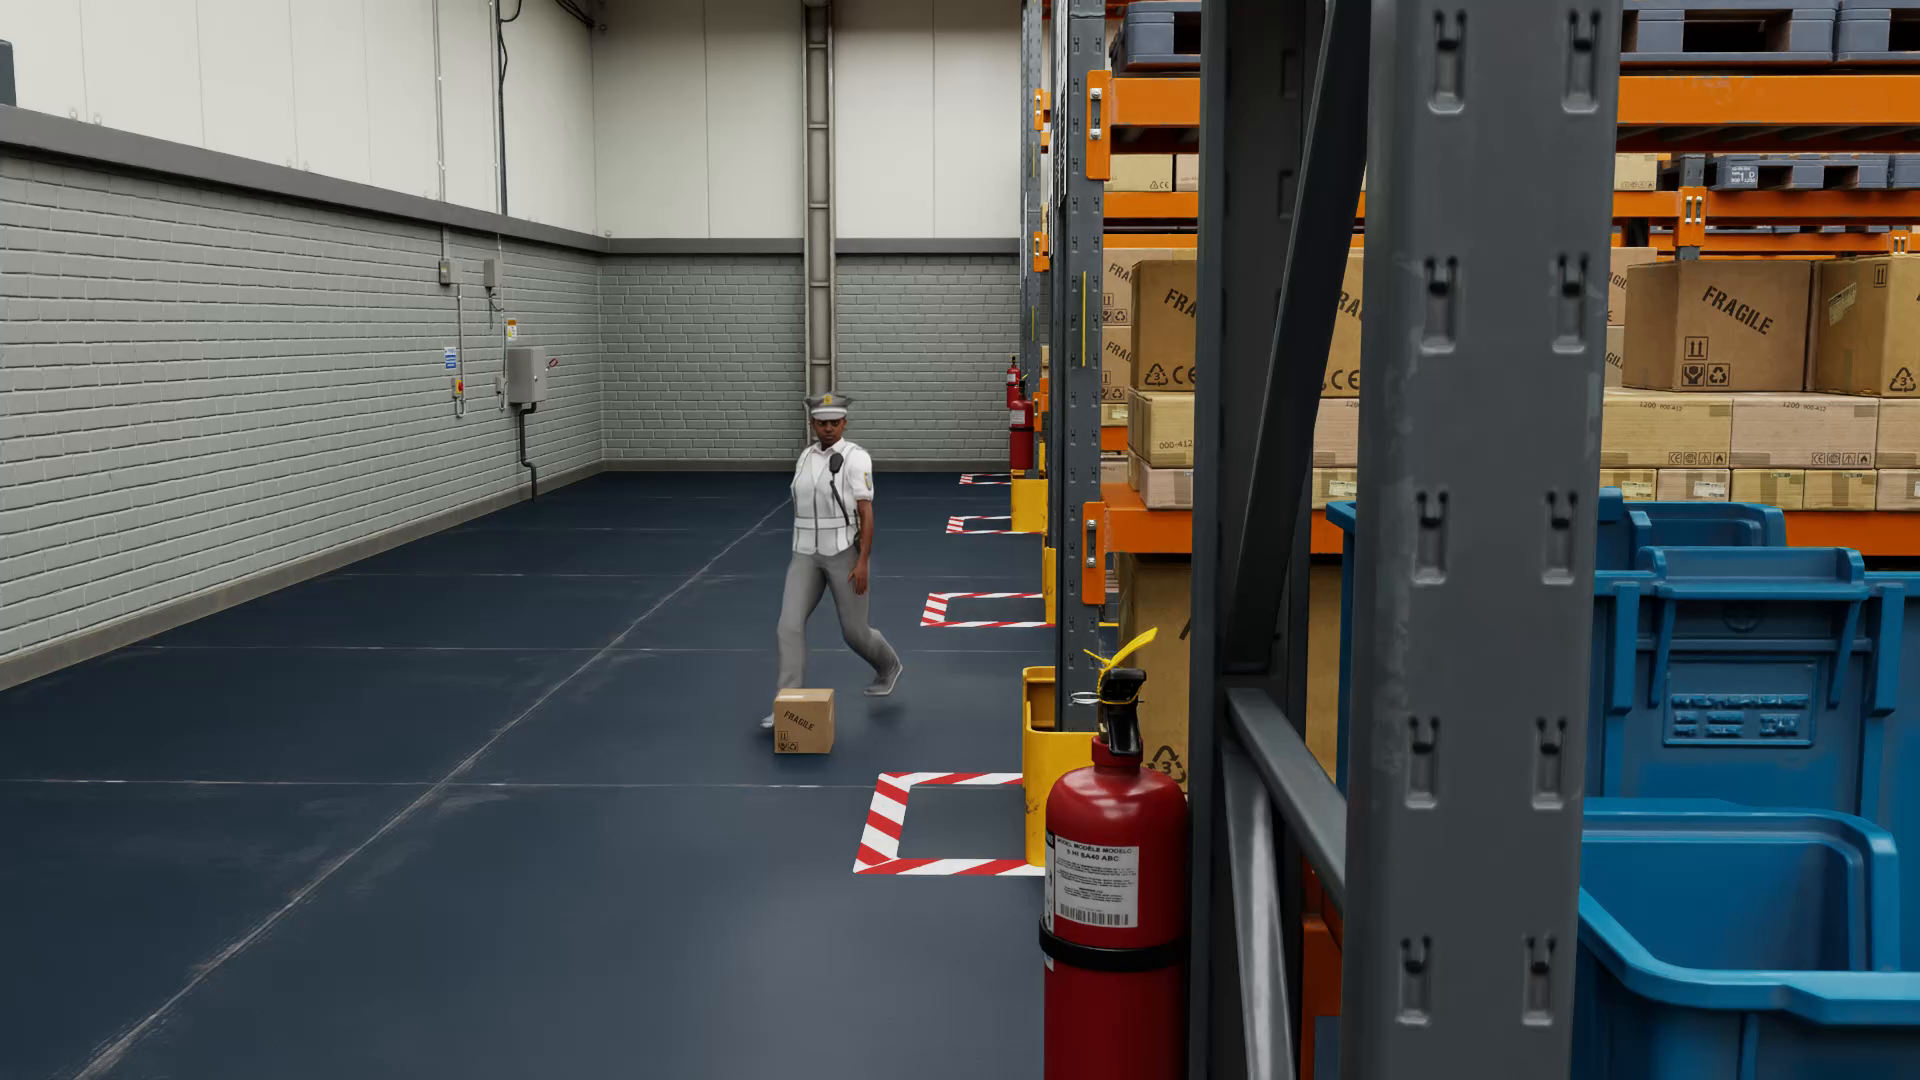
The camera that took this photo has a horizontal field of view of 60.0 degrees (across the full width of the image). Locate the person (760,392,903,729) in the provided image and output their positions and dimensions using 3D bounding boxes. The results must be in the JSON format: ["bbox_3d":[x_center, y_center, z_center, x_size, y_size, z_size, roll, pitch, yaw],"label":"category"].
[{"bbox_3d":[-0.656,0.083,8.193,0.463,1.617,0.942,3,8,24],"label":"person"}]
